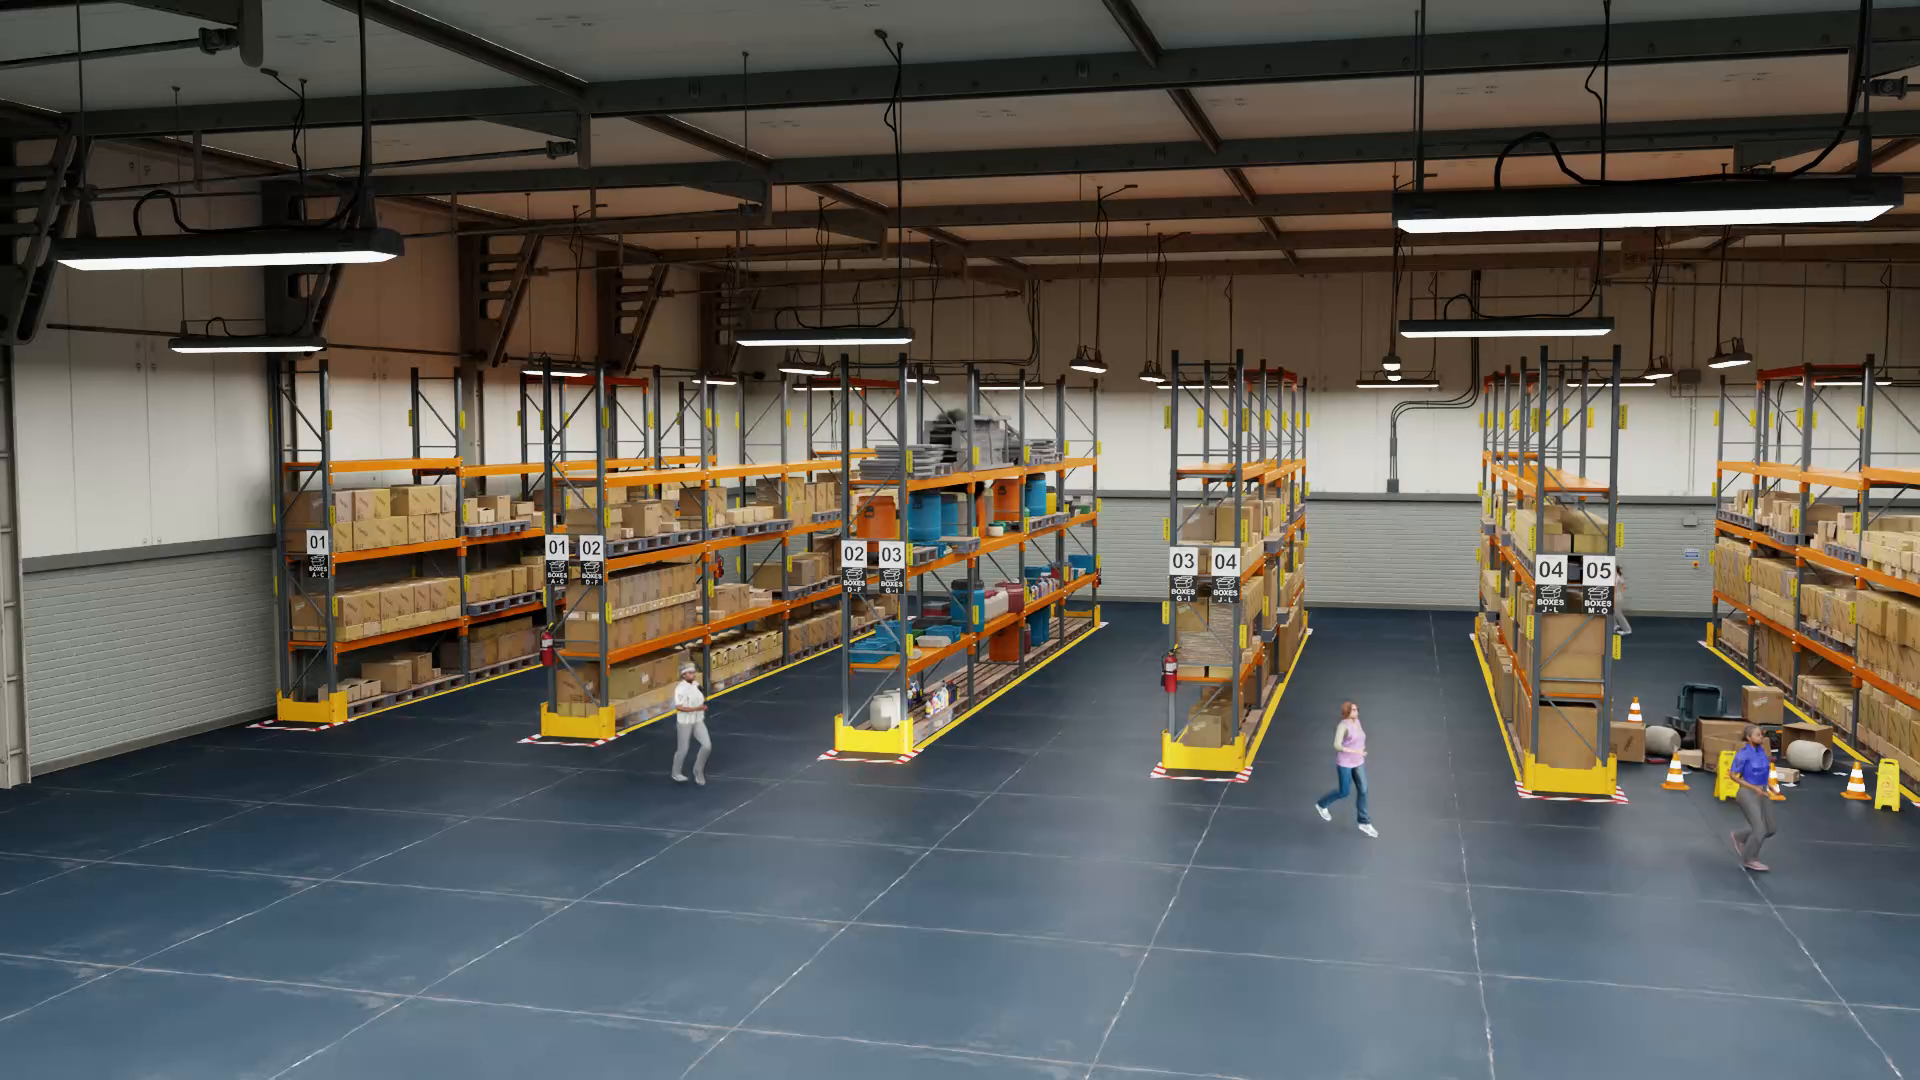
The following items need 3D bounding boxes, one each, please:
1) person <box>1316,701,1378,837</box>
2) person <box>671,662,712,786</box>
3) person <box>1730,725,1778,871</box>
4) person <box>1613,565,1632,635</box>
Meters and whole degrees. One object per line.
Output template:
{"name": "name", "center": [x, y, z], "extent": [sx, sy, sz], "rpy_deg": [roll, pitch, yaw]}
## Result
{"name": "person", "center": [4.718, 2.753, 20.234], "extent": [0.544, 1.592, 0.876], "rpy_deg": [-3, 5, -39]}
{"name": "person", "center": [-3.676, 2.525, 22.784], "extent": [0.709, 1.726, 0.542], "rpy_deg": [4, 6, 42]}
{"name": "person", "center": [8.845, 2.869, 18.581], "extent": [0.573, 1.593, 0.584], "rpy_deg": [-2, 5, -30]}
{"name": "person", "center": [15.224, 1.396, 38.617], "extent": [0.746, 1.661, 0.529], "rpy_deg": [1, 4, 18]}
